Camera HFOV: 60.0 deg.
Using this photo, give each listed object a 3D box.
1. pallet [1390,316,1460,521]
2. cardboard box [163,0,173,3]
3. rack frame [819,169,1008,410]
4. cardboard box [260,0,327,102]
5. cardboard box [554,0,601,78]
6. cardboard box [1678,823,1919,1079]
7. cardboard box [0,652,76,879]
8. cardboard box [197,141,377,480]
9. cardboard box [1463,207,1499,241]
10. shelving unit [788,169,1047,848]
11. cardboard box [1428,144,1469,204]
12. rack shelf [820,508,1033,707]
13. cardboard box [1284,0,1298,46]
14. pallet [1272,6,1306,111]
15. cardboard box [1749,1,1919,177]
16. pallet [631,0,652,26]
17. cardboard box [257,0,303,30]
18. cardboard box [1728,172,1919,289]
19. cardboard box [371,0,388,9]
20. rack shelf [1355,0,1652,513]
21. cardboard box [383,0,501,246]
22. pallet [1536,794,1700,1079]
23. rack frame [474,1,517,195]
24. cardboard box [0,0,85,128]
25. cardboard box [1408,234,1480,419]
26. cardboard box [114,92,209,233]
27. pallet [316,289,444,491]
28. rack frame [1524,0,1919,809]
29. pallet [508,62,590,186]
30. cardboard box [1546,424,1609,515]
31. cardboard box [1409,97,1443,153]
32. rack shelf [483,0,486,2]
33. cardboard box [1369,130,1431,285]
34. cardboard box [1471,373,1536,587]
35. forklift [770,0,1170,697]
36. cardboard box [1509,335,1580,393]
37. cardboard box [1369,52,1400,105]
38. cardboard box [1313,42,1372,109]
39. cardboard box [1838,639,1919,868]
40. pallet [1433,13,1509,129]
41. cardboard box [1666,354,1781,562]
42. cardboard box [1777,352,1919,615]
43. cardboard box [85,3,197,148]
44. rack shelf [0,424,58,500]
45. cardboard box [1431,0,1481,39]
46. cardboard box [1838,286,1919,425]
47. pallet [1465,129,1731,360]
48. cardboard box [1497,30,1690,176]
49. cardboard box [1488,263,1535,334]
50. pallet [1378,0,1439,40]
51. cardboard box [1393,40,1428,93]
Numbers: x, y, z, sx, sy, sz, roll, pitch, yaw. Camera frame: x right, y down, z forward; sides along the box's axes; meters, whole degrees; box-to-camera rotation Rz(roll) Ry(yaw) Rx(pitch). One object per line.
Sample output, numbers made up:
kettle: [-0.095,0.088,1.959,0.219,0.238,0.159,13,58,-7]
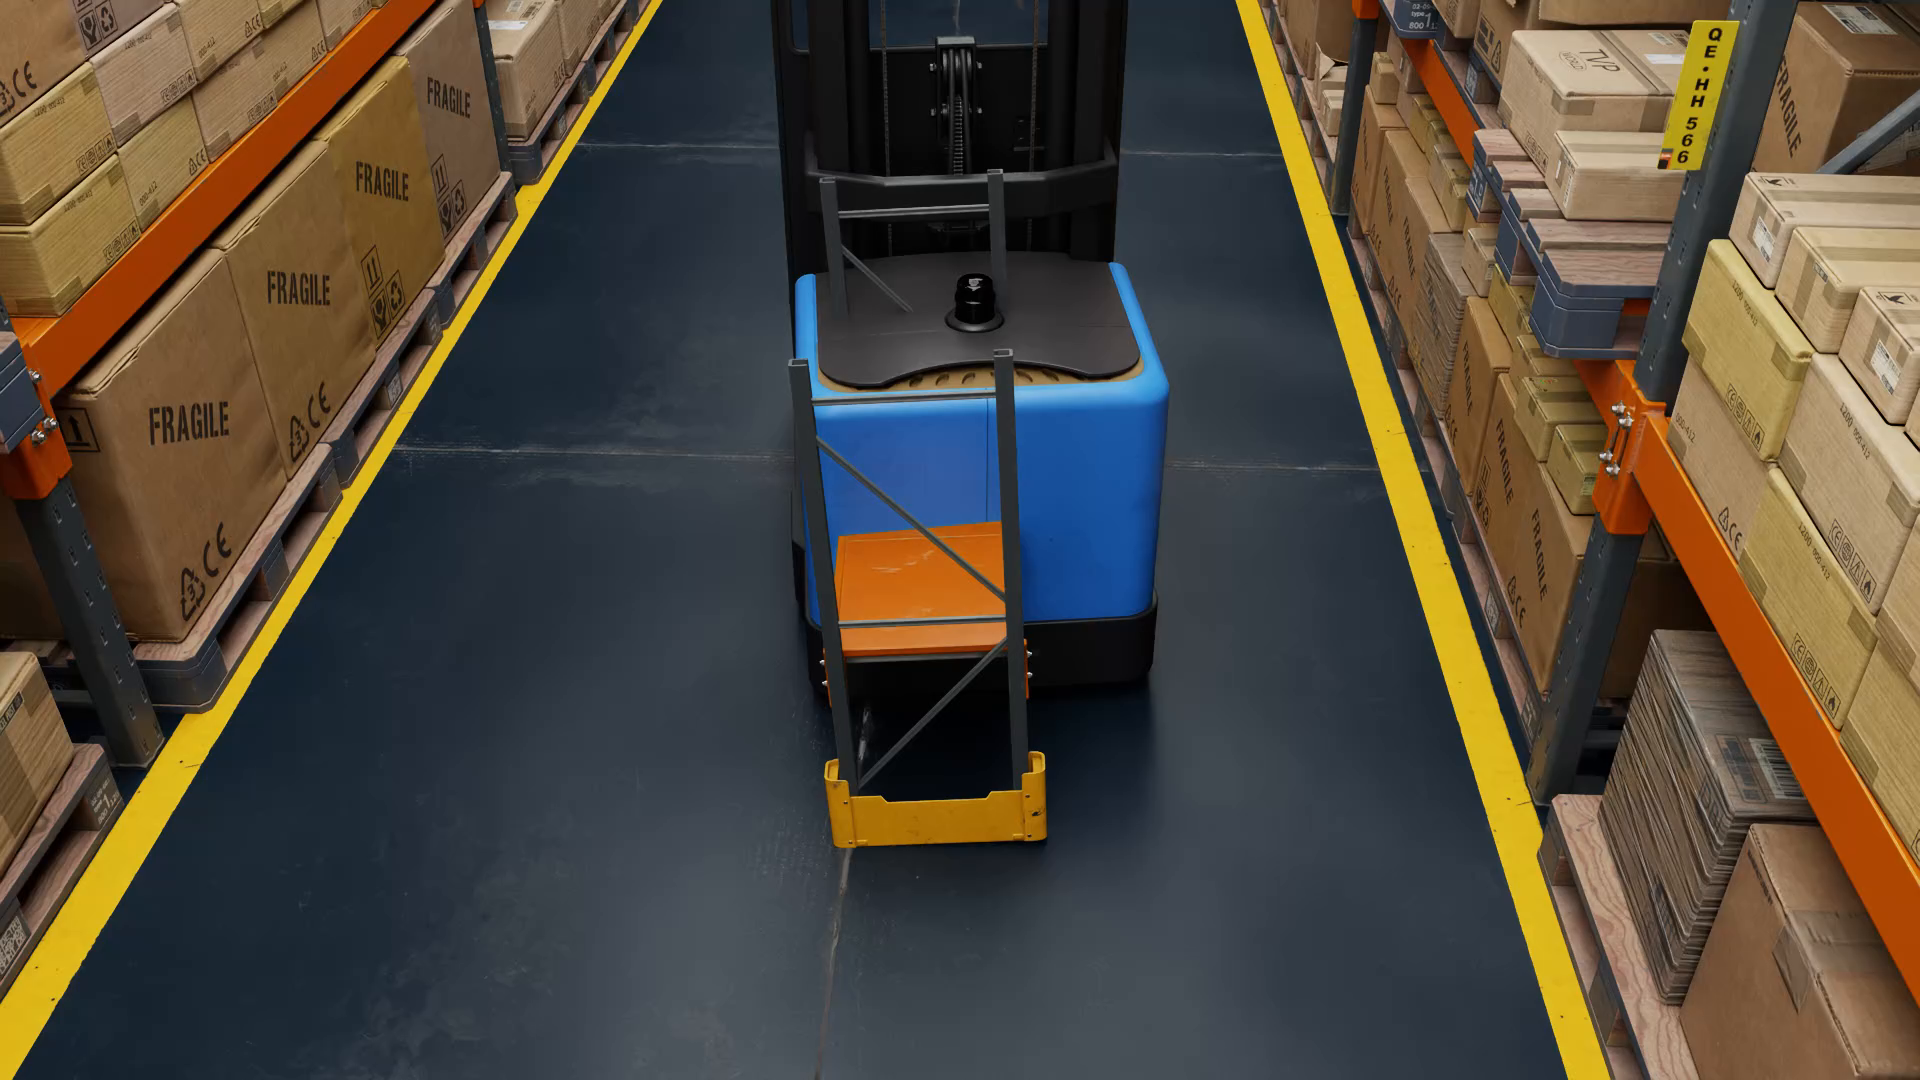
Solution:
pallet: [2.237,-0.482,6.252,1.003,0.211,1.213,1,35,2]
cardboard box: [-2.531,-1.918,4.914,0.500,0.500,0.500,2,35,3]
rack frame: [-0.094,-0.380,4.961,0.500,1.500,0.032,-2,35,2]
cardboard box: [-2.525,-1.703,5.694,0.500,0.250,0.500,1,35,2]
cardboard box: [-2.513,-2.903,9.134,0.875,0.438,0.875,0,35,0]
cardboard box: [2.061,1.038,3.365,0.875,0.625,0.625,2,35,3]
cardboard box: [-2.875,0.619,4.180,0.950,0.372,0.625,-1,35,-1]
cardboard box: [-2.691,-0.818,5.788,0.875,0.875,0.875,2,35,2]
cardboard box: [2.027,-1.101,5.953,0.380,0.149,0.250,1,35,2]
shelving unit: [-0.094,-0.092,4.553,0.587,1.500,1.083,-2,35,2]
cardboard box: [2.021,-1.399,6.377,0.380,0.149,0.250,1,35,2]
rack shelf: [-0.084,0.060,4.649,0.538,0.185,1.000,-2,35,2]
cardboard box: [2.126,-3.100,9.361,0.500,0.500,0.500,2,35,3]
pallet: [2.353,-2.750,9.480,1.003,0.211,1.213,1,35,2]
cardboard box: [2.295,-1.001,4.113,0.500,0.500,0.500,3,35,4]
pallet: [-2.474,-3.602,10.692,1.003,0.211,1.213,1,35,2]
cardboard box: [-2.487,-1.911,5.556,0.500,0.250,0.500,2,35,3]
cardboard box: [1.811,-0.626,3.381,0.380,0.149,0.250,2,35,3]
cardboard box: [-2.469,-2.289,6.529,0.500,0.250,0.500,1,35,1]
rack shelf: [2.198,-1.351,5.689,1.077,0.370,4.000,1,35,2]
cardboard box: [-2.626,-1.851,7.257,0.875,0.875,0.875,2,35,3]
pallet: [2.046,1.117,3.977,1.003,0.211,1.213,1,35,2]
rack frame: [-2.681,-2.906,7.277,1.000,3.000,0.127,1,35,2]
cardboard box: [-2.578,-1.336,4.086,0.500,0.500,0.500,0,35,0]
cardboard box: [1.971,-0.780,6.059,0.500,0.500,0.500,0,35,0]
cardboard box: [-2.568,-1.118,4.862,0.500,0.250,0.500,0,35,1]
pallet: [-2.683,-0.618,6.445,1.003,0.211,1.213,1,35,2]
rack frame: [2.118,-0.496,3.847,1.000,3.000,0.127,1,35,2]
pallet: [-2.573,-2.201,8.698,1.003,0.211,1.213,1,35,2]
cardboard box: [1.885,-0.200,4.670,0.380,0.149,0.250,0,35,0]
cardboard box: [2.066,-1.700,6.805,0.380,0.149,0.250,0,35,-1]
rack shelf: [-2.601,-3.761,9.119,1.077,0.370,4.000,1,35,2]
cardboard box: [2.023,-1.364,6.891,0.500,0.500,0.500,1,35,1]
cardboard box: [1.951,-0.180,5.206,0.500,0.500,0.500,1,35,1]
forklift: [-0.054,-1.559,5.420,1.130,2.935,3.031,-3,35,-4]
cardboard box: [1.919,-0.508,5.108,0.380,0.149,0.250,0,35,0]
cardboard box: [1.998,-2.008,7.244,0.380,0.149,0.250,3,35,4]
cardboard box: [2.022,-2.379,8.539,0.396,0.266,0.258,3,35,4]
cardboard box: [1.817,0.400,2.703,0.500,0.250,0.500,0,35,0]
pallet: [2.191,-1.535,5.492,1.003,0.211,1.213,1,35,2]
cardboard box: [1.856,-0.185,3.535,0.500,0.250,0.500,1,35,2]
cardboard box: [1.835,-0.102,2.982,0.500,0.250,0.500,2,35,3]
cardboard box: [-2.553,-1.334,4.735,0.500,0.250,0.500,2,35,3]
rack shelf: [-2.922,0.835,2.579,1.077,0.370,4.000,1,35,2]
cardboard box: [1.983,-1.985,5.514,0.700,0.500,0.500,1,35,2]
cardboard box: [1.817,-0.324,2.951,0.380,0.149,0.250,2,35,3]
pallet: [2.075,-0.808,4.458,1.213,0.211,1.003,1,35,2]
cardboard box: [1.837,-1.220,4.642,0.500,0.250,0.500,0,35,0]
cardboard box: [1.985,-0.802,5.526,0.380,0.149,0.250,1,35,1]
pallet: [2.137,-2.259,6.522,1.003,0.211,1.213,1,35,2]
cardboard box: [2.036,-1.980,6.944,0.380,0.149,0.250,0,35,0]
